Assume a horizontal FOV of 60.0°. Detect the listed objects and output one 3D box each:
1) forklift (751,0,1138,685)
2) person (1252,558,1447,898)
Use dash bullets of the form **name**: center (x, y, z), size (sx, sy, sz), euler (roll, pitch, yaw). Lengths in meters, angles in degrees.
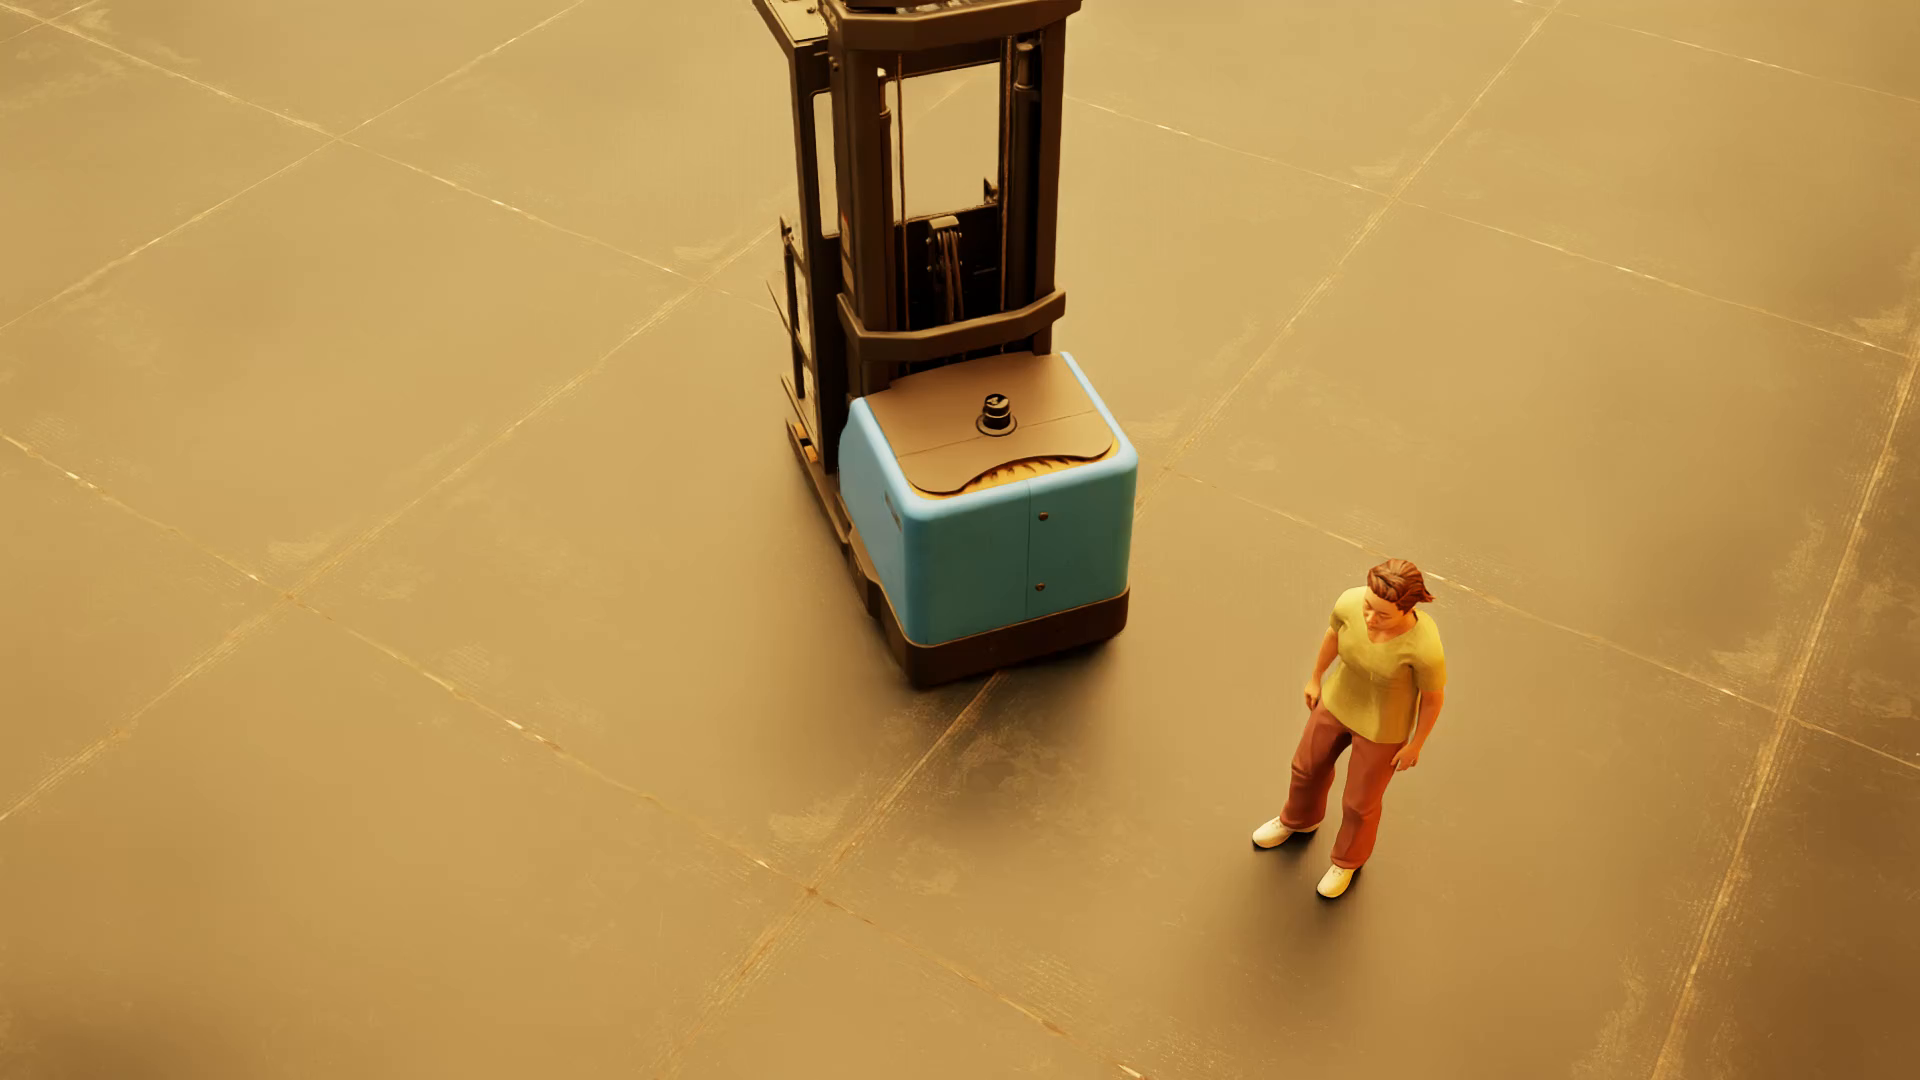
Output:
- **forklift**: center (-0.233, -1.463, 7.392), size (1.130, 2.935, 3.031), euler (-14, 45, -14)
- **person**: center (1.460, 0.654, 6.075), size (0.359, 1.671, 0.512), euler (-33, 52, -30)
